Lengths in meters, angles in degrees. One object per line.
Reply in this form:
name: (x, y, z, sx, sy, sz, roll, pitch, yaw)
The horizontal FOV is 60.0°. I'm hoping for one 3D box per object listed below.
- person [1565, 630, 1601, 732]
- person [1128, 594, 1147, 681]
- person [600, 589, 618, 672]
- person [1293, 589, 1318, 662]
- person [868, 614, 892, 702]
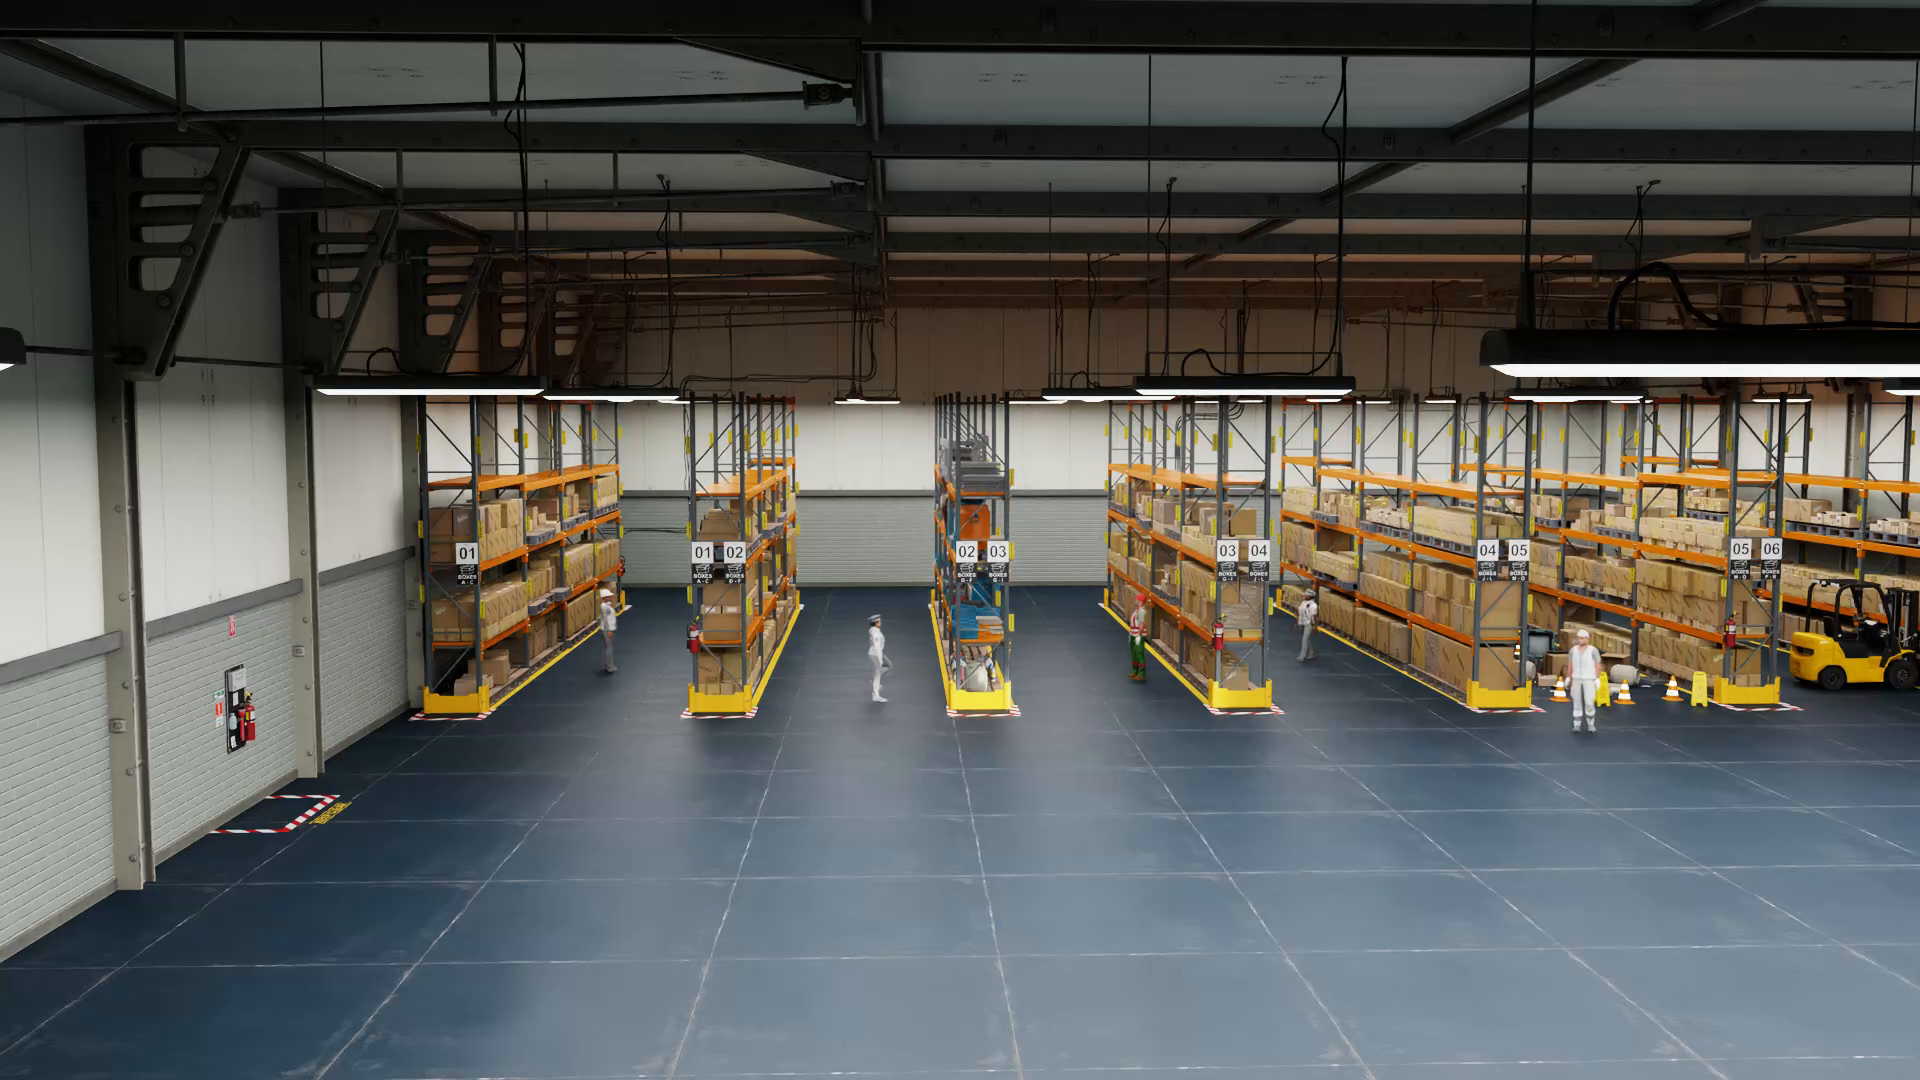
person: (10.964, 2.475, 29.277, 0.606, 1.794, 0.391, 4, 6, 40)
person: (3.728, 2.025, 34.911, 0.407, 1.790, 0.599, -2, 5, -19)
person: (-7.593, 1.952, 36.008, 0.422, 1.777, 0.548, -2, 5, -20)
person: (7.742, 1.905, 37.413, 0.996, 1.622, 0.508, -4, 6, -41)
person: (-1.550, 2.289, 32.446, 0.488, 1.688, 0.578, -1, 5, -7)
